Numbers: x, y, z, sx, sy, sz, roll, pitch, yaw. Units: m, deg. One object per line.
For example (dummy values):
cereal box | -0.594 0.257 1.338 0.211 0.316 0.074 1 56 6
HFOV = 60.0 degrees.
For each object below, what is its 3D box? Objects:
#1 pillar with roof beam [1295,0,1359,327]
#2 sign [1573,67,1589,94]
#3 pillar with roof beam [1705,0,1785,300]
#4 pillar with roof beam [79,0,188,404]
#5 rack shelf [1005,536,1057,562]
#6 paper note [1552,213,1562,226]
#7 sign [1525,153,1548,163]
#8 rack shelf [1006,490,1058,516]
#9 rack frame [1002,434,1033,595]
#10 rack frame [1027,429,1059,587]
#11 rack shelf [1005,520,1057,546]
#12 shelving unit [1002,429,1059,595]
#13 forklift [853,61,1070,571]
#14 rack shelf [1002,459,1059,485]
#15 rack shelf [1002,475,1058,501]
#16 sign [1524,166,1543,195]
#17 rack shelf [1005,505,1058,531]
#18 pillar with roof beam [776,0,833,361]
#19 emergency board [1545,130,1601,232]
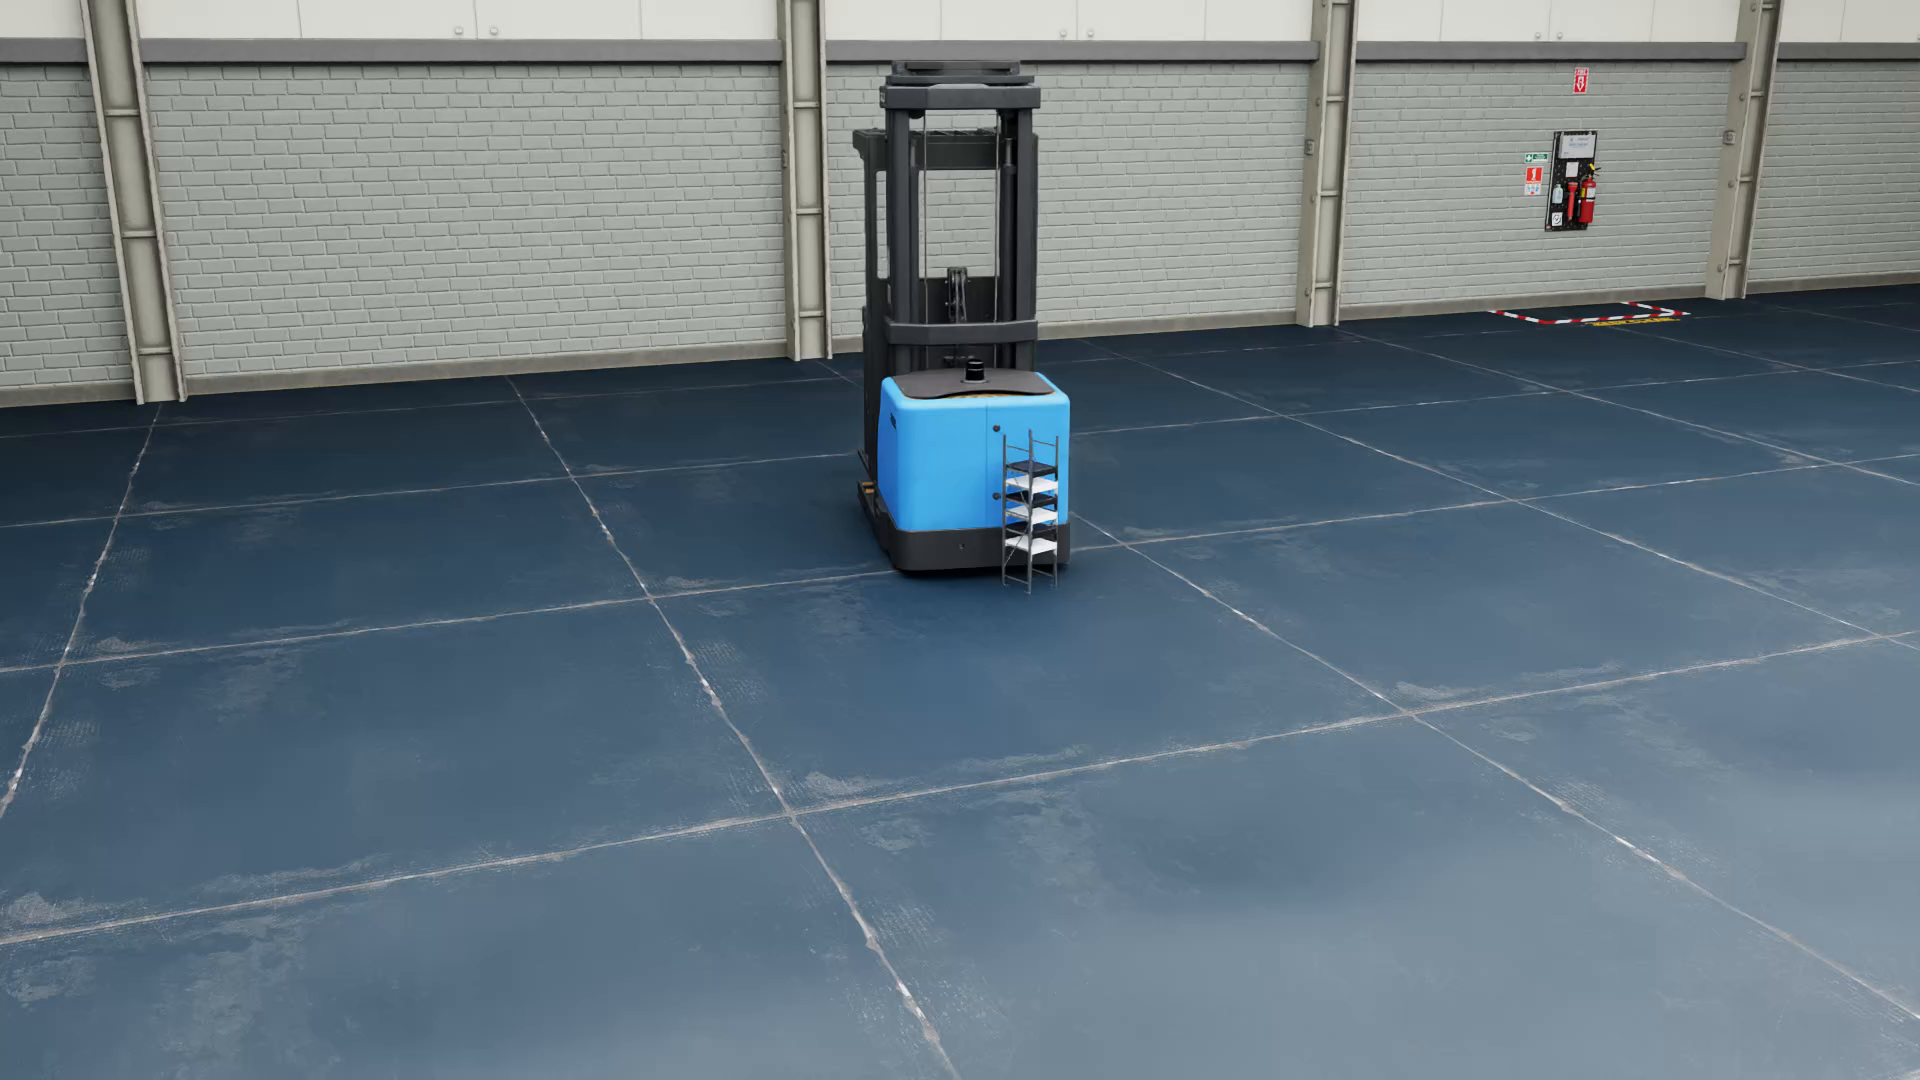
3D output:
pillar with roof beam | 5.613 -5.651 13.871 0.400 9.000 9.100 -6 17 -20
sign | 7.311 -5.409 19.579 0.199 0.298 0.001 -6 17 -20
pillar with roof beam | 11.215 -6.256 15.931 0.400 9.000 9.100 -6 17 -20
pillar with roof beam | -5.593 -4.441 9.751 0.400 9.000 9.100 -6 17 -20
rack shelf | 0.402 0.041 9.617 0.200 0.077 0.258 -14 21 -39
paper note | 7.164 -3.849 19.945 0.142 0.148 0.016 -6 17 -20
sign | 6.808 -4.512 19.636 0.331 0.109 0.001 -6 17 -20
rack shelf | 0.402 -0.218 9.541 0.200 0.077 0.258 -14 21 -39
rack frame | 0.325 -0.144 9.493 0.006 0.900 0.240 -14 21 -39
rack frame | 0.478 -0.182 9.621 0.006 0.900 0.240 -14 21 -39
rack shelf | 0.402 -0.045 9.592 0.200 0.077 0.258 -14 21 -39
shelving unit | 0.402 -0.163 9.557 0.210 0.900 0.258 -14 21 -39
forklift | -0.095 -1.598 10.838 1.130 2.935 3.031 -3 17 -9
rack shelf | 0.402 -0.390 9.490 0.200 0.077 0.258 -14 21 -39
rack shelf | 0.402 -0.304 9.516 0.200 0.077 0.258 -14 21 -39
sign | 6.800 -4.260 19.717 0.234 0.329 0.001 -6 17 -20
rack shelf | 0.402 -0.131 9.567 0.200 0.077 0.258 -14 21 -39
pillar with roof beam | 0.010 -5.046 11.811 0.400 9.000 9.100 -6 17 -20
emergency board | 7.354 -4.271 19.819 0.643 1.169 0.194 -6 17 -20
